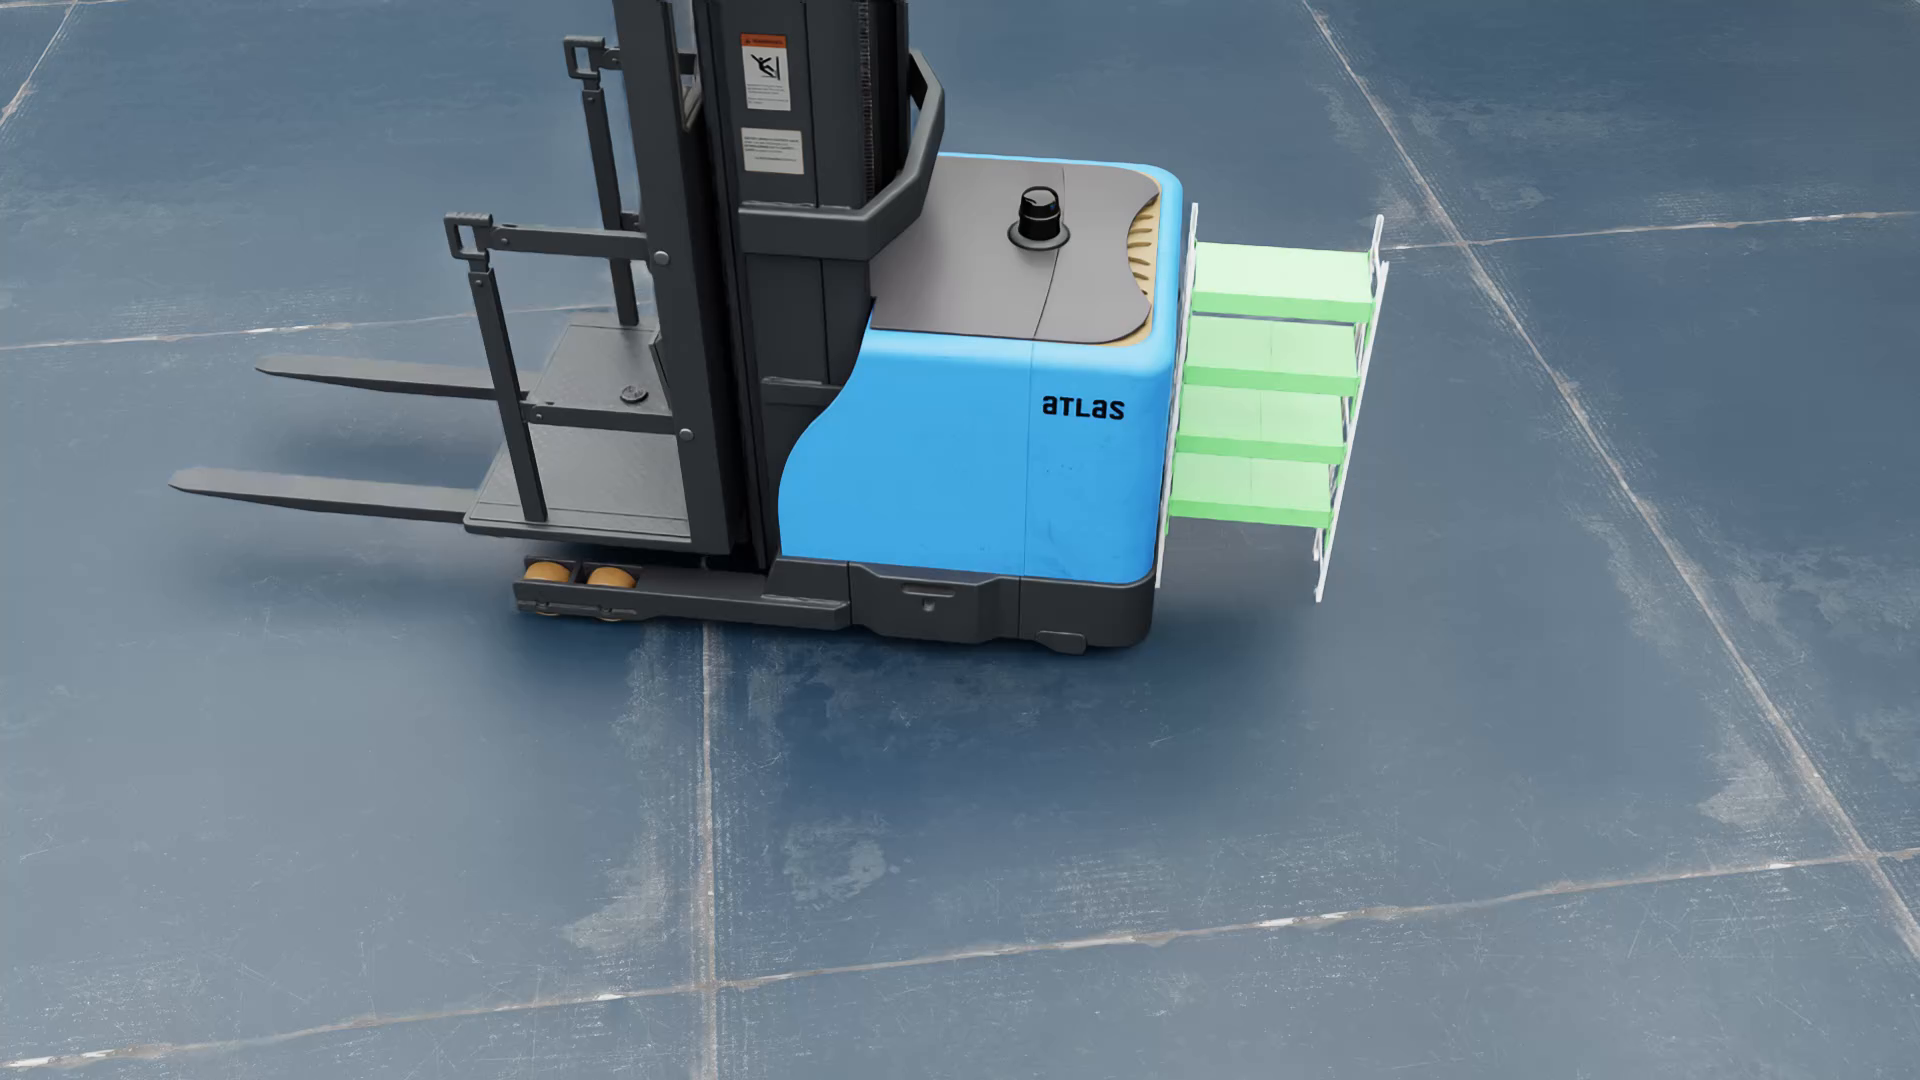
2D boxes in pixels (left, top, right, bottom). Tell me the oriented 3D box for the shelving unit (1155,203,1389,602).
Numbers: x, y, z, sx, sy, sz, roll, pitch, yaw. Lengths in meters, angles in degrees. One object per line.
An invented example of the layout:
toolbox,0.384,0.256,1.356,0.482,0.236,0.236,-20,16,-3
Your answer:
shelving unit,0.859,-0.357,4.750,0.503,1.200,0.258,5,42,5

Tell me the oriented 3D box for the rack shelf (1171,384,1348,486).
rack shelf,0.859,-0.310,4.793,0.480,0.148,0.258,5,42,5

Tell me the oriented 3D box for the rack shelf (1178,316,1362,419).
rack shelf,0.859,-0.488,4.633,0.480,0.148,0.258,5,42,5

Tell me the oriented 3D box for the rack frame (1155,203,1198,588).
rack frame,0.617,-0.378,4.773,0.015,1.200,0.240,5,42,5

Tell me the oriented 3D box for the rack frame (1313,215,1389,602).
rack frame,1.101,-0.337,4.728,0.015,1.200,0.240,5,42,5

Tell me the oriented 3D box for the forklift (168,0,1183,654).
forklift,-0.893,-1.191,4.382,3.031,2.935,1.130,5,42,5

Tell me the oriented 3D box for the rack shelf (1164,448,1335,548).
rack shelf,0.859,-0.132,4.954,0.480,0.148,0.258,5,42,5

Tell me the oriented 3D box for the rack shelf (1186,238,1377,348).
rack shelf,0.859,-0.666,4.472,0.480,0.148,0.258,5,42,5
